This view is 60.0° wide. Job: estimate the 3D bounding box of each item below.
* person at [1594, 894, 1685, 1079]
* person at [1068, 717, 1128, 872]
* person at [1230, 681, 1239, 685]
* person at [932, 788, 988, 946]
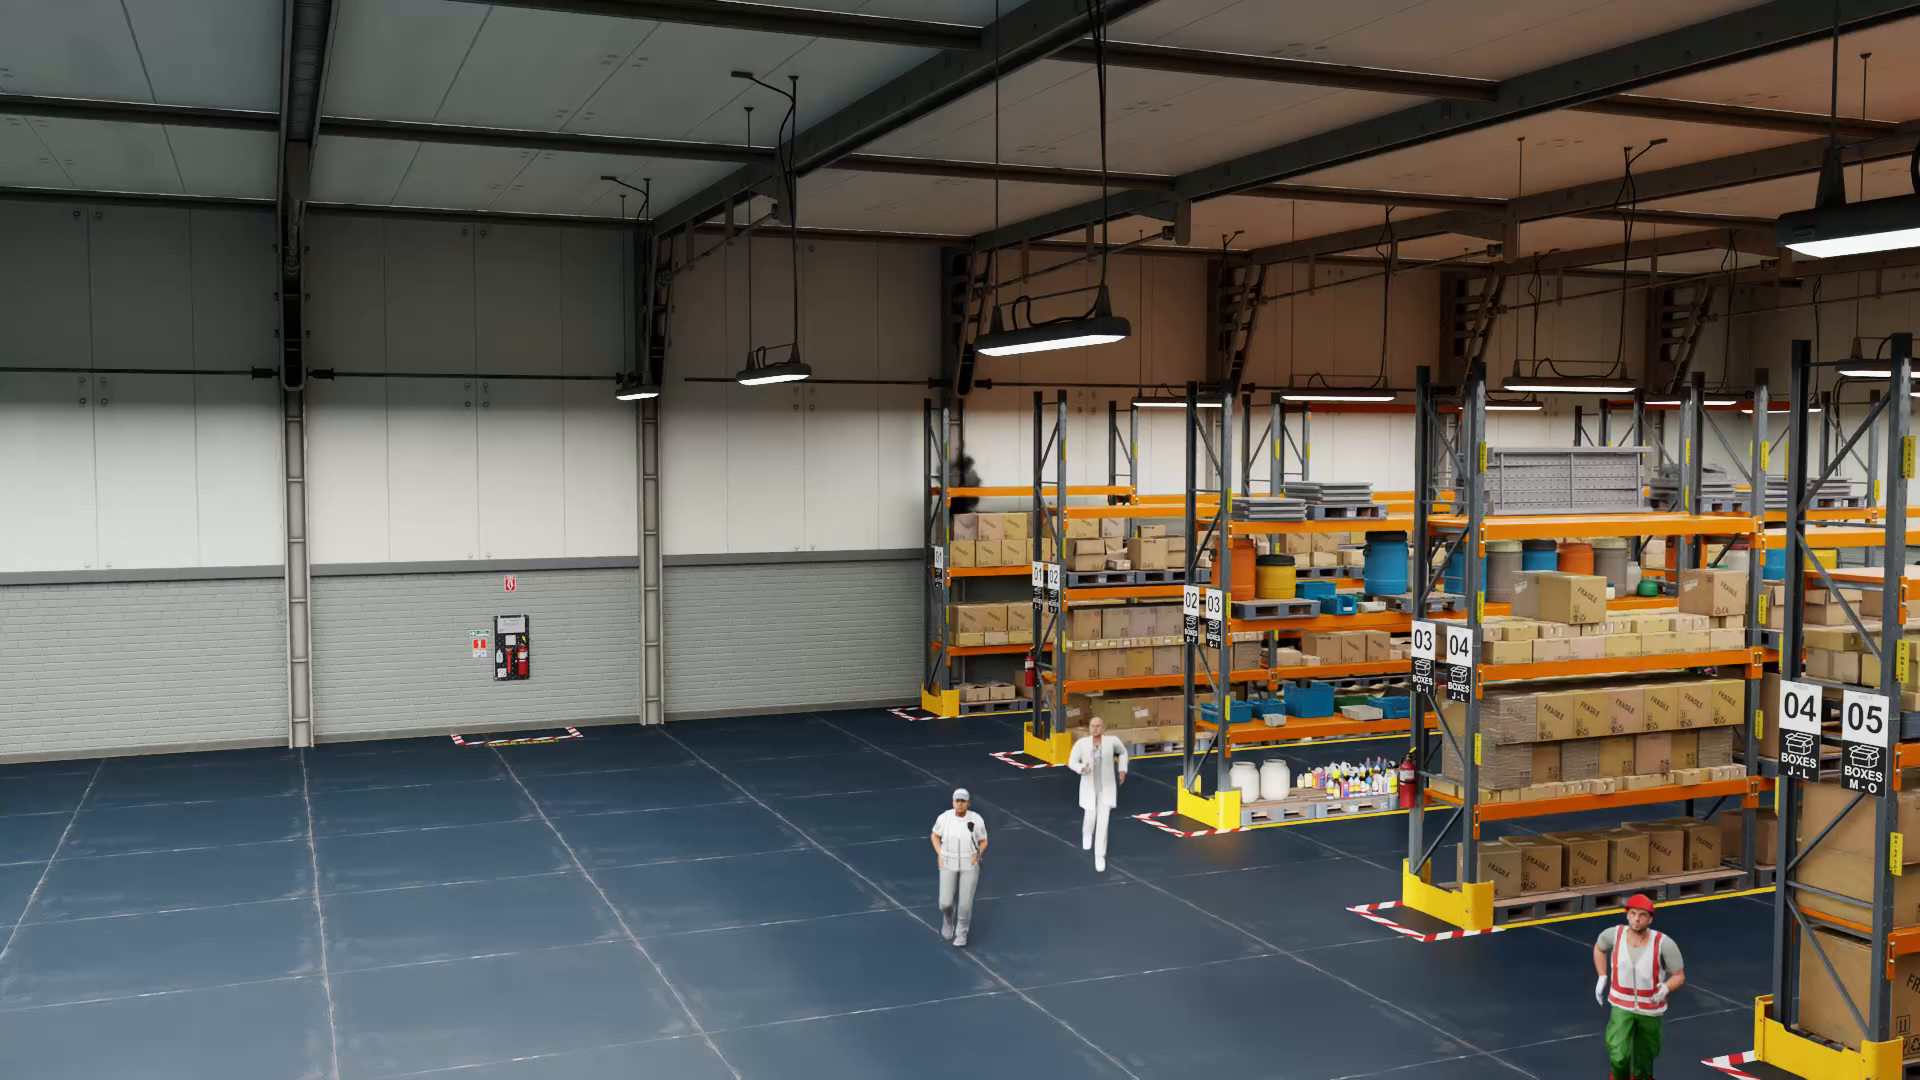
[{"bbox_3d":[5.075,3.551,12.458,0.643,1.810,0.728,1,4,23],"label":"person"},{"bbox_3d":[1.700,3.065,20.484,0.720,1.801,1.061,0,3,8],"label":"person"},{"bbox_3d":[4.995,2.485,30.367,0.923,1.755,0.673,-1,4,-22],"label":"person"},{"bbox_3d":[-0.008,3.349,16.973,0.582,1.621,0.531,0,3,2],"label":"person"}]
